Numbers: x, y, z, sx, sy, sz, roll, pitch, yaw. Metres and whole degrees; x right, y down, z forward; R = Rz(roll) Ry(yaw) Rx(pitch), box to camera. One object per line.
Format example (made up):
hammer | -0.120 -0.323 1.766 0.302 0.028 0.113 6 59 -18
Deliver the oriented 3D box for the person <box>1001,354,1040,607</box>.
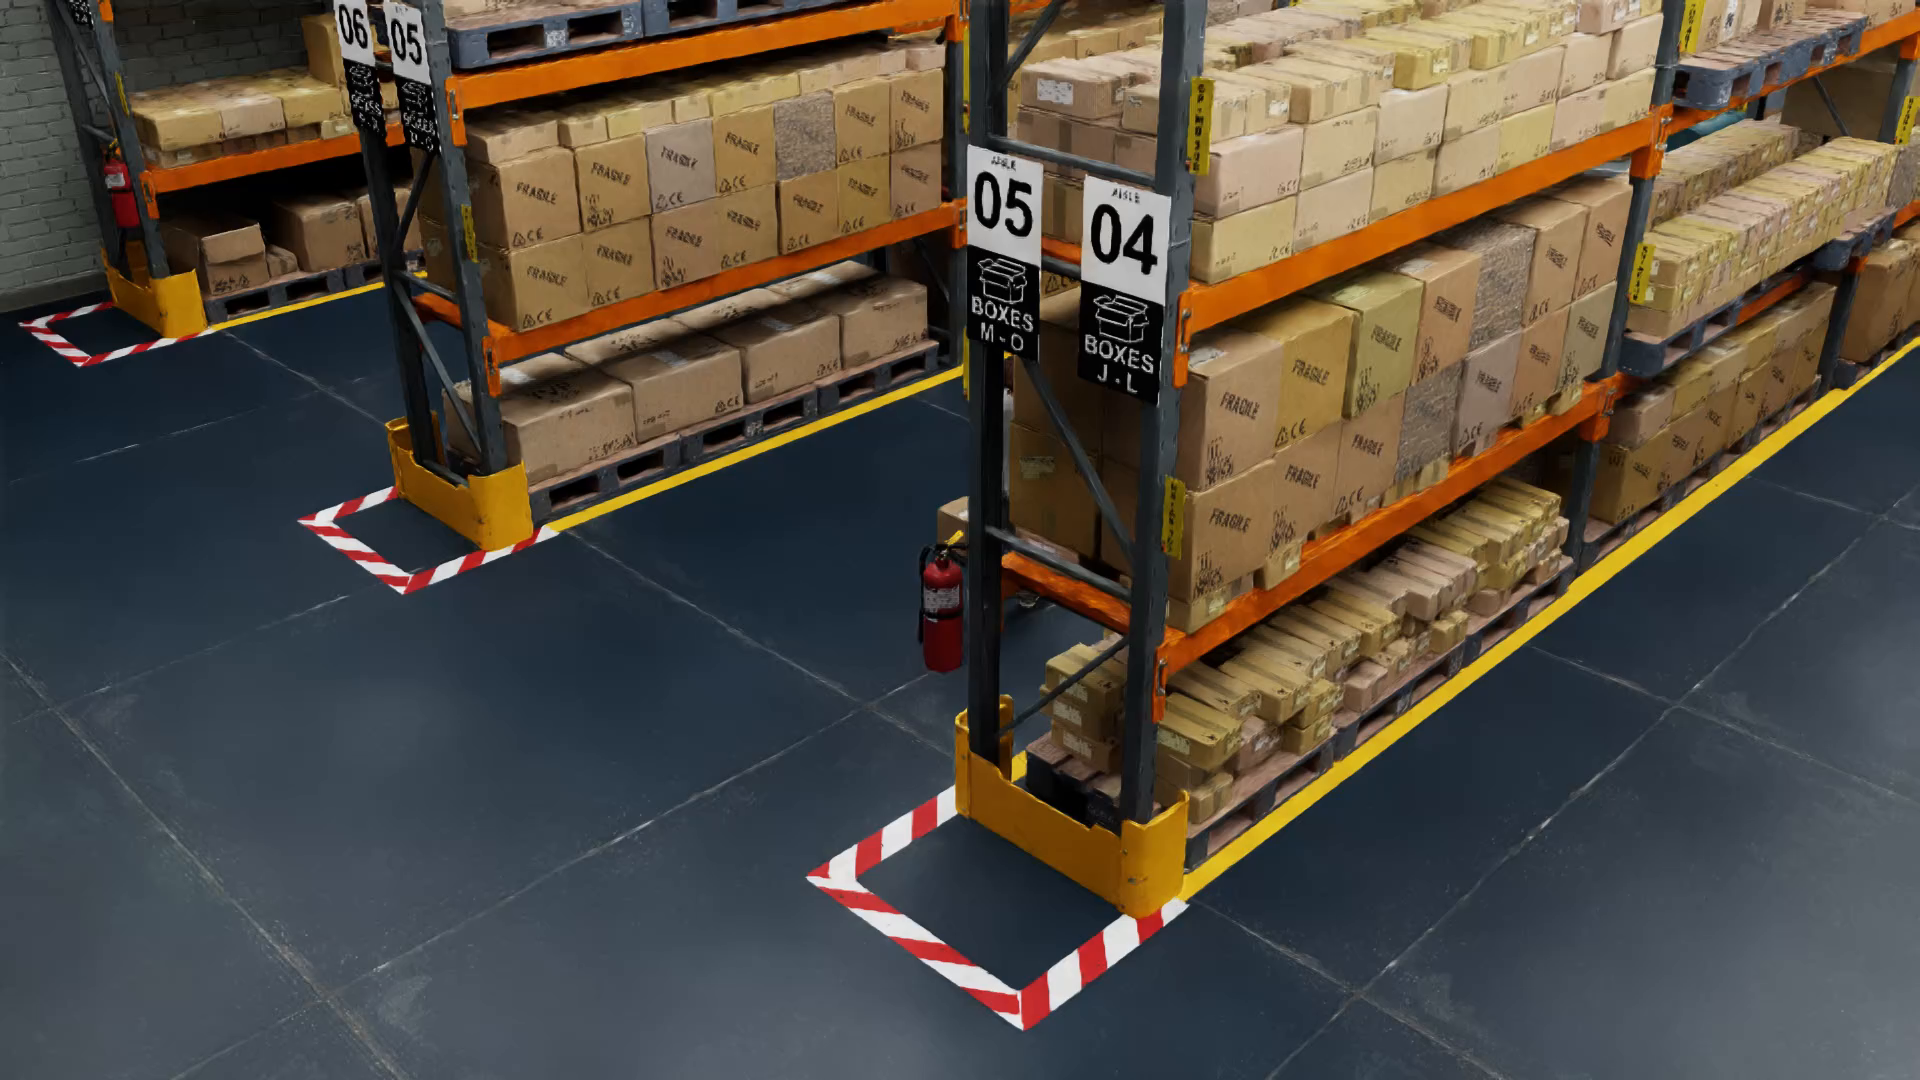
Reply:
person | 0.299 -0.288 9.158 0.440 1.574 0.667 15 32 25
